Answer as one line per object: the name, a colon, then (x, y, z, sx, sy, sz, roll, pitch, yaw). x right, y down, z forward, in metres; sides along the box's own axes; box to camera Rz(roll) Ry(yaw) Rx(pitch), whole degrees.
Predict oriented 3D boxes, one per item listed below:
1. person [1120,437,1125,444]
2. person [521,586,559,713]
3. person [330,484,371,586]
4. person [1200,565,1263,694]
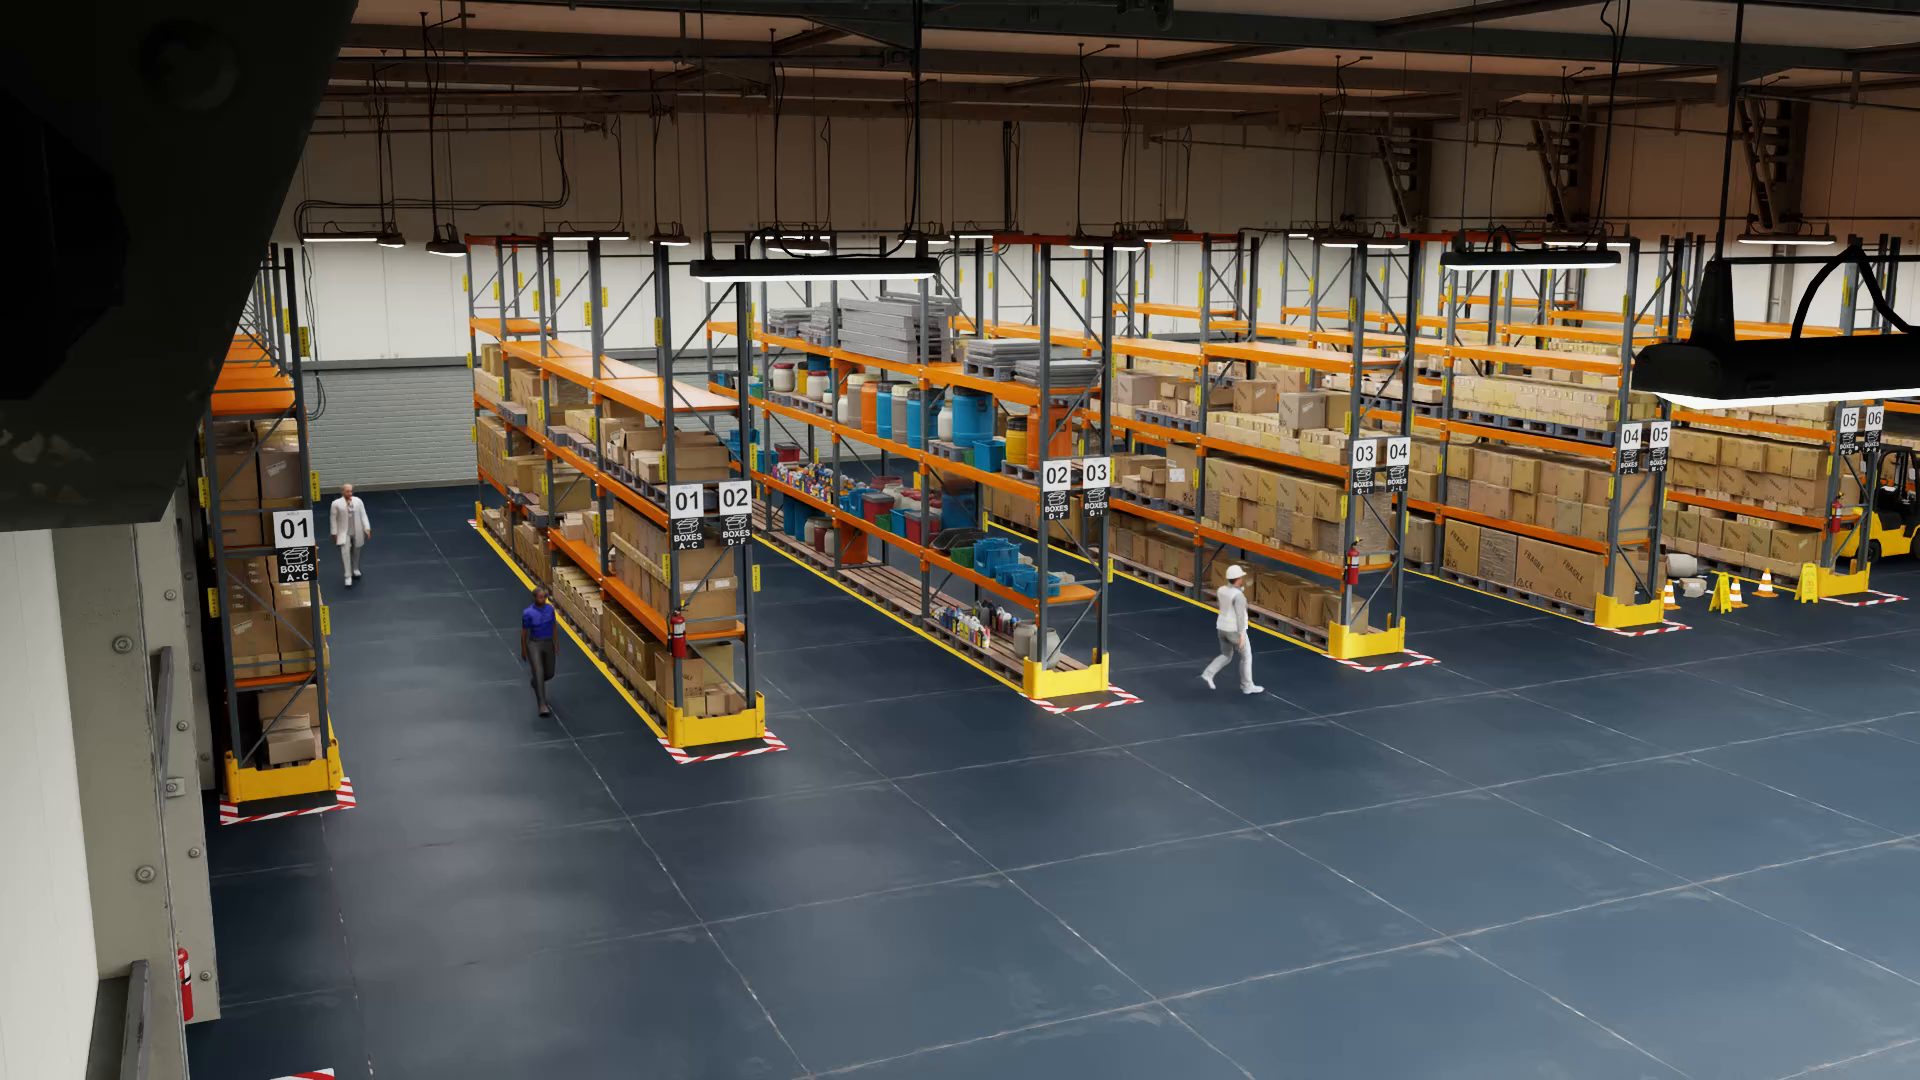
person: (4.484, -3.081, 44.309, 0.563, 1.767, 0.787, 5, 12, 26)
person: (-5.485, 1.385, 21.717, 0.479, 1.612, 0.908, -9, 14, -38)
person: (-10.674, -0.136, 29.148, 0.651, 1.707, 1.143, -6, 12, -28)
person: (3.645, 1.201, 22.306, 0.850, 1.752, 0.560, -6, 12, -27)
